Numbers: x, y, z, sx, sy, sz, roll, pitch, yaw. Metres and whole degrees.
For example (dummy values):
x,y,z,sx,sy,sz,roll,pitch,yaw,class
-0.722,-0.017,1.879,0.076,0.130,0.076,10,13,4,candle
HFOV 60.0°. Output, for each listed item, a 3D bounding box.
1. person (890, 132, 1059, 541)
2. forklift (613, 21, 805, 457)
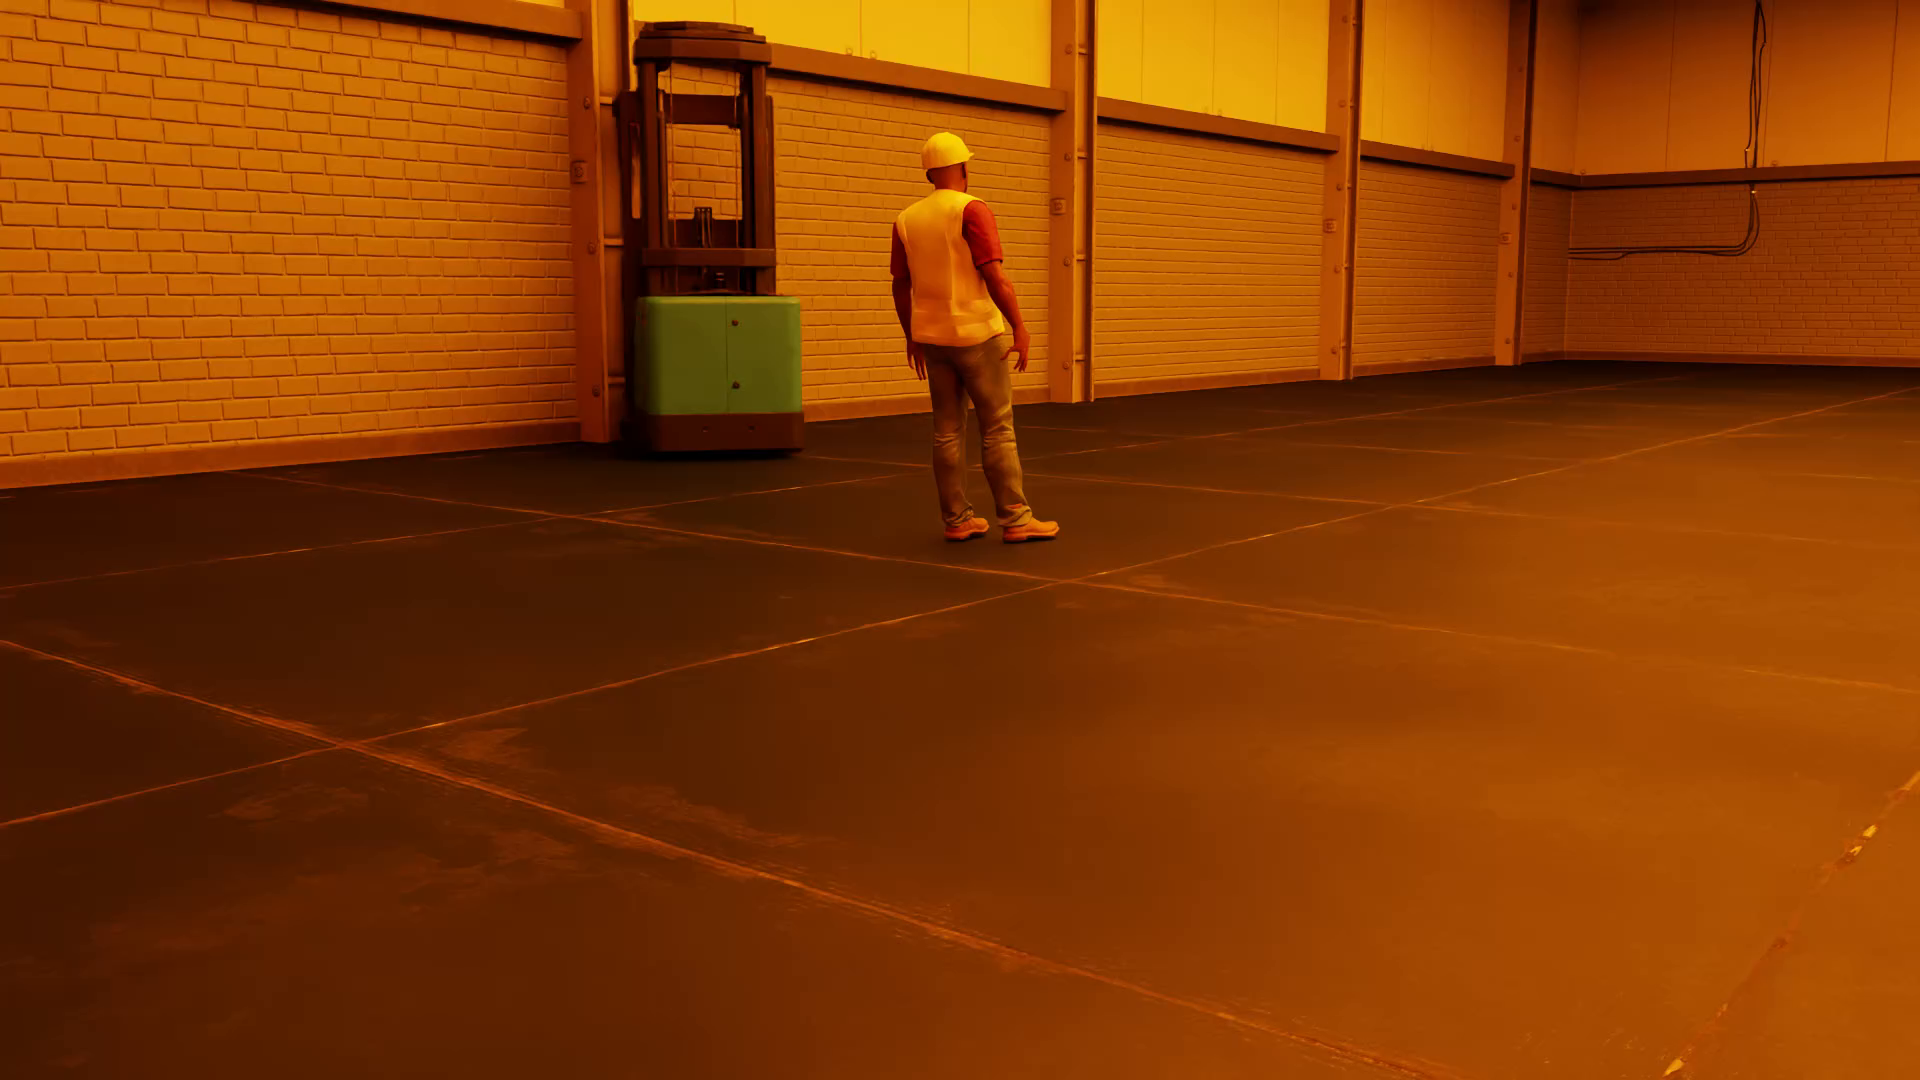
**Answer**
x,y,z,sx,sy,sz,roll,pitch,yaw,class
0.049,-0.888,7.325,0.665,1.765,0.577,7,11,38,person
-1.942,-2.183,12.202,1.130,2.935,3.031,-2,9,-16,forklift
